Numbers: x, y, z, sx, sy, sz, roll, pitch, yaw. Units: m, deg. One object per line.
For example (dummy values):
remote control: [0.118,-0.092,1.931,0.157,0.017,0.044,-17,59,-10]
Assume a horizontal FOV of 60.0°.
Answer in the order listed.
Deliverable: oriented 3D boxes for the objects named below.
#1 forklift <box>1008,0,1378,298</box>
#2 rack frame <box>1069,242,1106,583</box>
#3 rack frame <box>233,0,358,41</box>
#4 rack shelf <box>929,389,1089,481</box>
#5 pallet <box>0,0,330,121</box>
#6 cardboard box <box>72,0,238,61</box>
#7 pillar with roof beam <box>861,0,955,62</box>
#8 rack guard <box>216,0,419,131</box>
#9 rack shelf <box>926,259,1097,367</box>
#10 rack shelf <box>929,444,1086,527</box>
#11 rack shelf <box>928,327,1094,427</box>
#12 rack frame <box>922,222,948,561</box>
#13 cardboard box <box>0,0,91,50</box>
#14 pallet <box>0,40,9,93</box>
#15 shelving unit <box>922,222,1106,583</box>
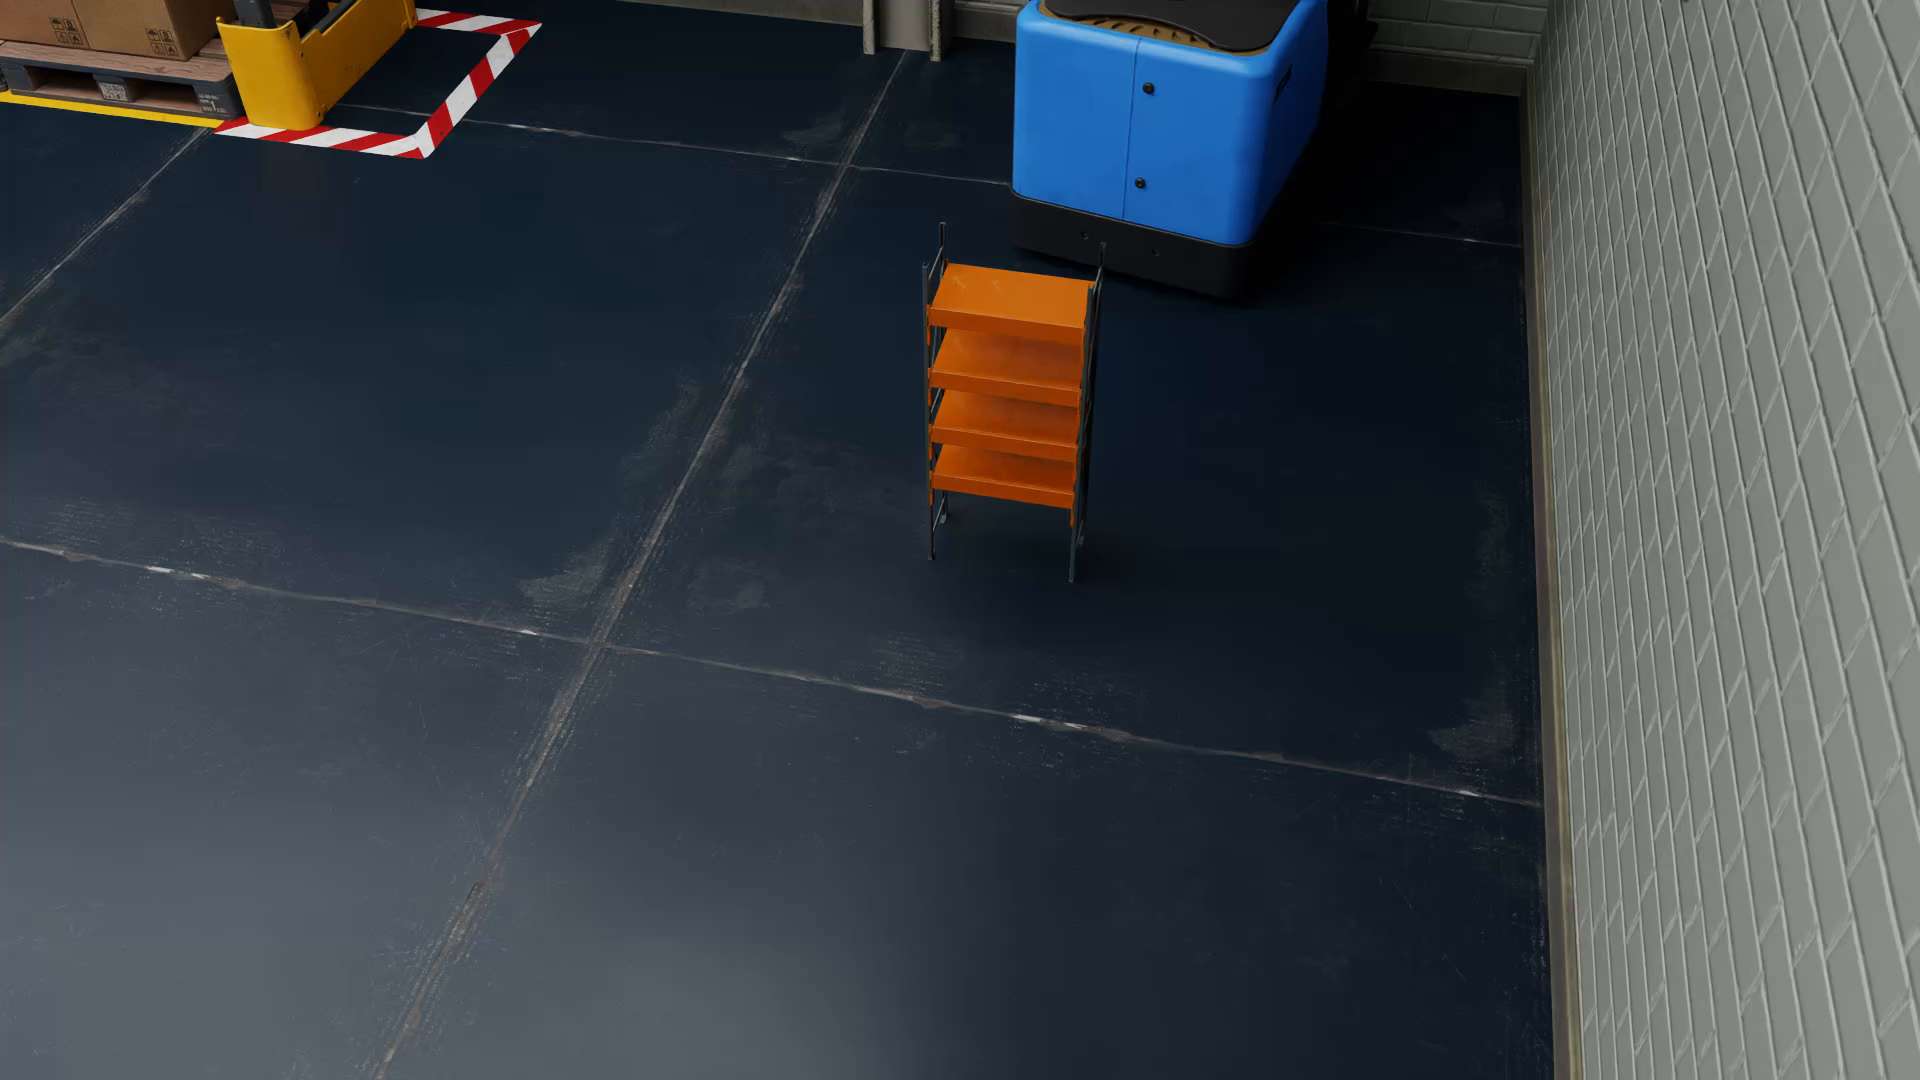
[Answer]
forklift: [1.261,-3.056,6.811,1.130,2.935,3.031,17,46,17]
rack frame: [0.400,-0.370,5.269,0.015,1.200,0.240,9,45,9]
rack frame: [-3.076,-3.397,7.116,0.127,3.000,1.000,9,45,9]
rack shelf: [0.162,-0.359,5.355,0.480,0.148,0.258,9,45,9]
pallet: [-3.873,-2.460,8.154,1.213,0.211,1.003,9,45,9]
cardboard box: [-3.781,-2.686,7.877,0.500,0.500,0.700,9,45,9]
pillar with roof beam: [-1.192,-2.821,2.192,0.400,9.000,9.100,9,45,9]
rack guard: [-3.052,-2.493,7.979,0.348,0.500,1.175,9,45,9]
rack shelf: [0.162,-0.690,5.035,0.480,0.148,0.258,9,45,9]
rack shelf: [0.162,-0.216,5.492,0.480,0.148,0.258,9,45,9]
rack shelf: [0.162,-0.520,5.199,0.480,0.148,0.258,9,45,9]
rack frame: [-0.077,-0.444,5.346,0.015,1.200,0.240,9,45,9]
cardboard box: [-4.269,-2.762,7.956,0.500,0.500,0.700,9,45,9]
pallet: [-5.060,-2.646,8.347,1.213,0.211,1.003,9,45,9]
shelving unit: [0.162,-0.407,5.308,0.503,1.200,0.258,9,45,9]
